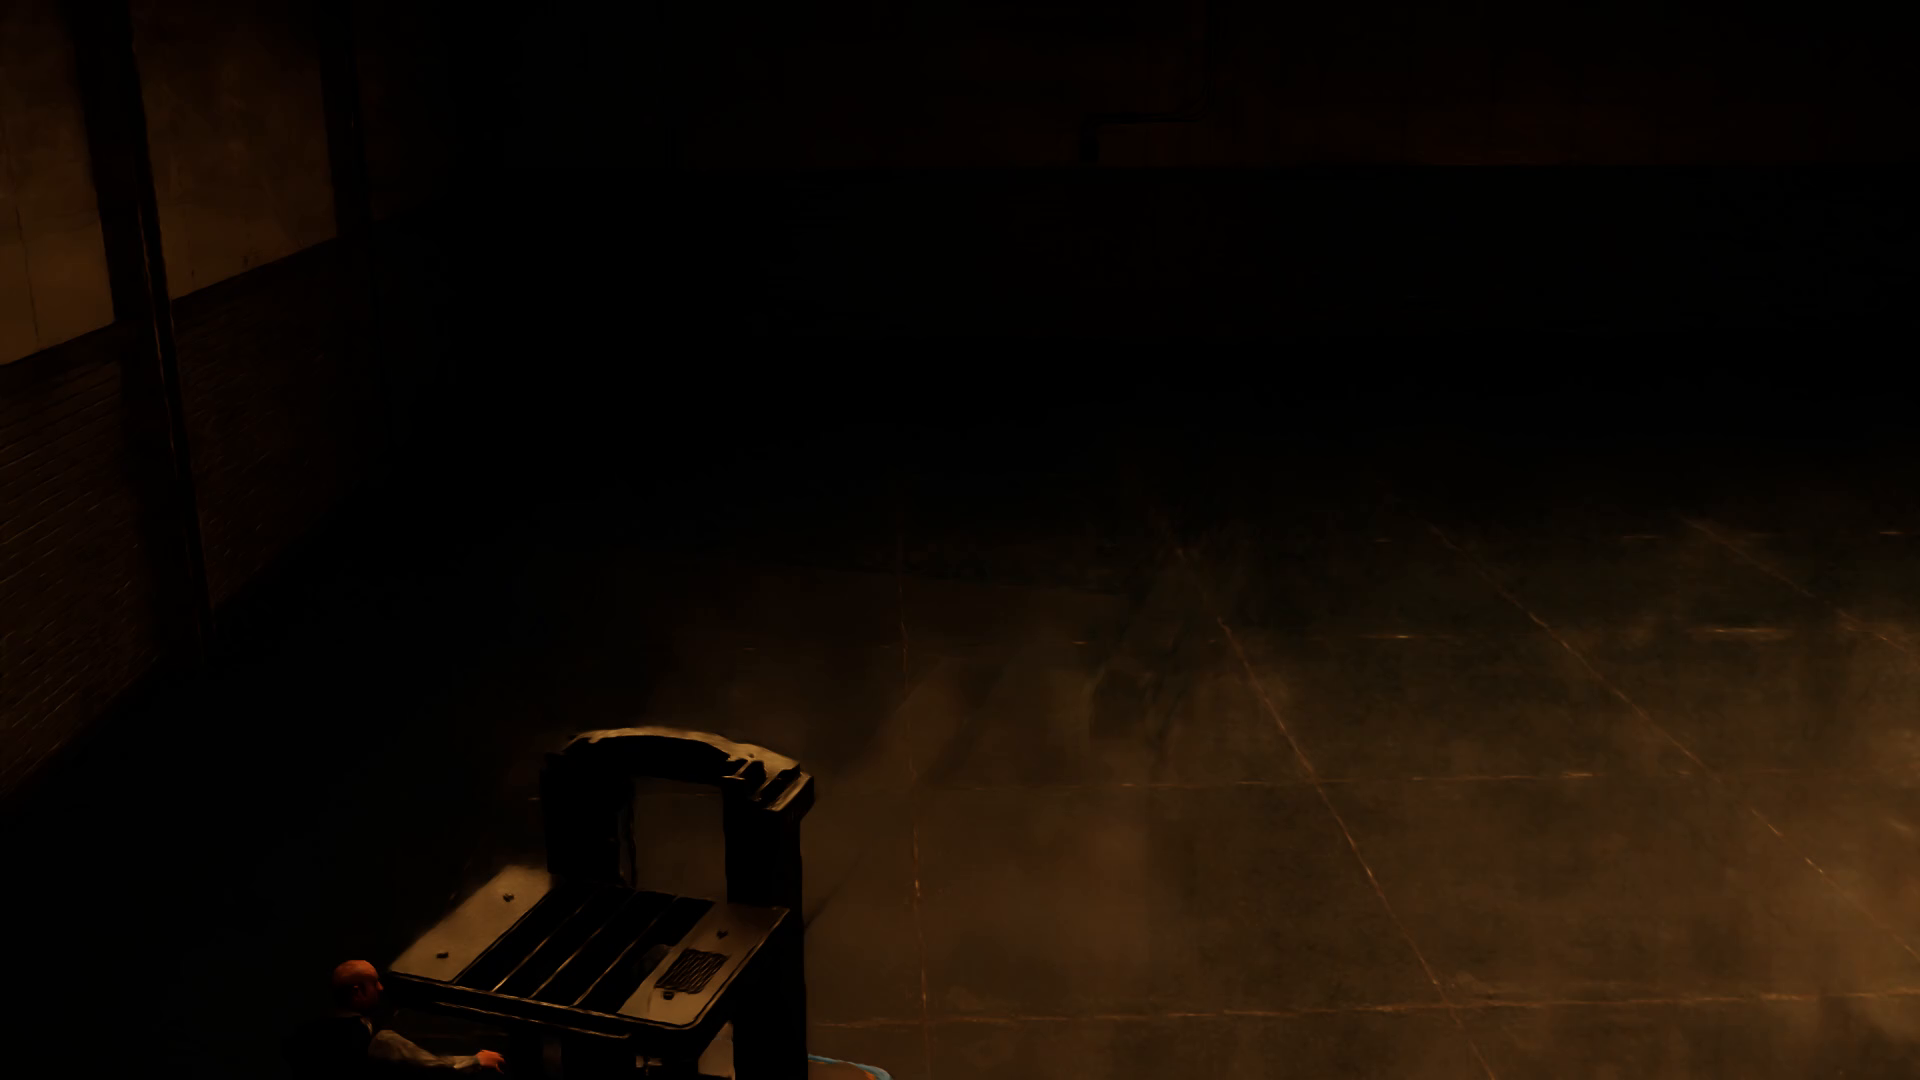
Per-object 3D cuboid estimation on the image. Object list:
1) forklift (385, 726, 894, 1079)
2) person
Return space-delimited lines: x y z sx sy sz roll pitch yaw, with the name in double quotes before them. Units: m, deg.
"forklift" -0.116 -1.164 2.713 1.130 2.935 3.031 5 18 16
"person" -1.429 -0.901 4.295 0.960 1.476 0.928 -5 18 -16
